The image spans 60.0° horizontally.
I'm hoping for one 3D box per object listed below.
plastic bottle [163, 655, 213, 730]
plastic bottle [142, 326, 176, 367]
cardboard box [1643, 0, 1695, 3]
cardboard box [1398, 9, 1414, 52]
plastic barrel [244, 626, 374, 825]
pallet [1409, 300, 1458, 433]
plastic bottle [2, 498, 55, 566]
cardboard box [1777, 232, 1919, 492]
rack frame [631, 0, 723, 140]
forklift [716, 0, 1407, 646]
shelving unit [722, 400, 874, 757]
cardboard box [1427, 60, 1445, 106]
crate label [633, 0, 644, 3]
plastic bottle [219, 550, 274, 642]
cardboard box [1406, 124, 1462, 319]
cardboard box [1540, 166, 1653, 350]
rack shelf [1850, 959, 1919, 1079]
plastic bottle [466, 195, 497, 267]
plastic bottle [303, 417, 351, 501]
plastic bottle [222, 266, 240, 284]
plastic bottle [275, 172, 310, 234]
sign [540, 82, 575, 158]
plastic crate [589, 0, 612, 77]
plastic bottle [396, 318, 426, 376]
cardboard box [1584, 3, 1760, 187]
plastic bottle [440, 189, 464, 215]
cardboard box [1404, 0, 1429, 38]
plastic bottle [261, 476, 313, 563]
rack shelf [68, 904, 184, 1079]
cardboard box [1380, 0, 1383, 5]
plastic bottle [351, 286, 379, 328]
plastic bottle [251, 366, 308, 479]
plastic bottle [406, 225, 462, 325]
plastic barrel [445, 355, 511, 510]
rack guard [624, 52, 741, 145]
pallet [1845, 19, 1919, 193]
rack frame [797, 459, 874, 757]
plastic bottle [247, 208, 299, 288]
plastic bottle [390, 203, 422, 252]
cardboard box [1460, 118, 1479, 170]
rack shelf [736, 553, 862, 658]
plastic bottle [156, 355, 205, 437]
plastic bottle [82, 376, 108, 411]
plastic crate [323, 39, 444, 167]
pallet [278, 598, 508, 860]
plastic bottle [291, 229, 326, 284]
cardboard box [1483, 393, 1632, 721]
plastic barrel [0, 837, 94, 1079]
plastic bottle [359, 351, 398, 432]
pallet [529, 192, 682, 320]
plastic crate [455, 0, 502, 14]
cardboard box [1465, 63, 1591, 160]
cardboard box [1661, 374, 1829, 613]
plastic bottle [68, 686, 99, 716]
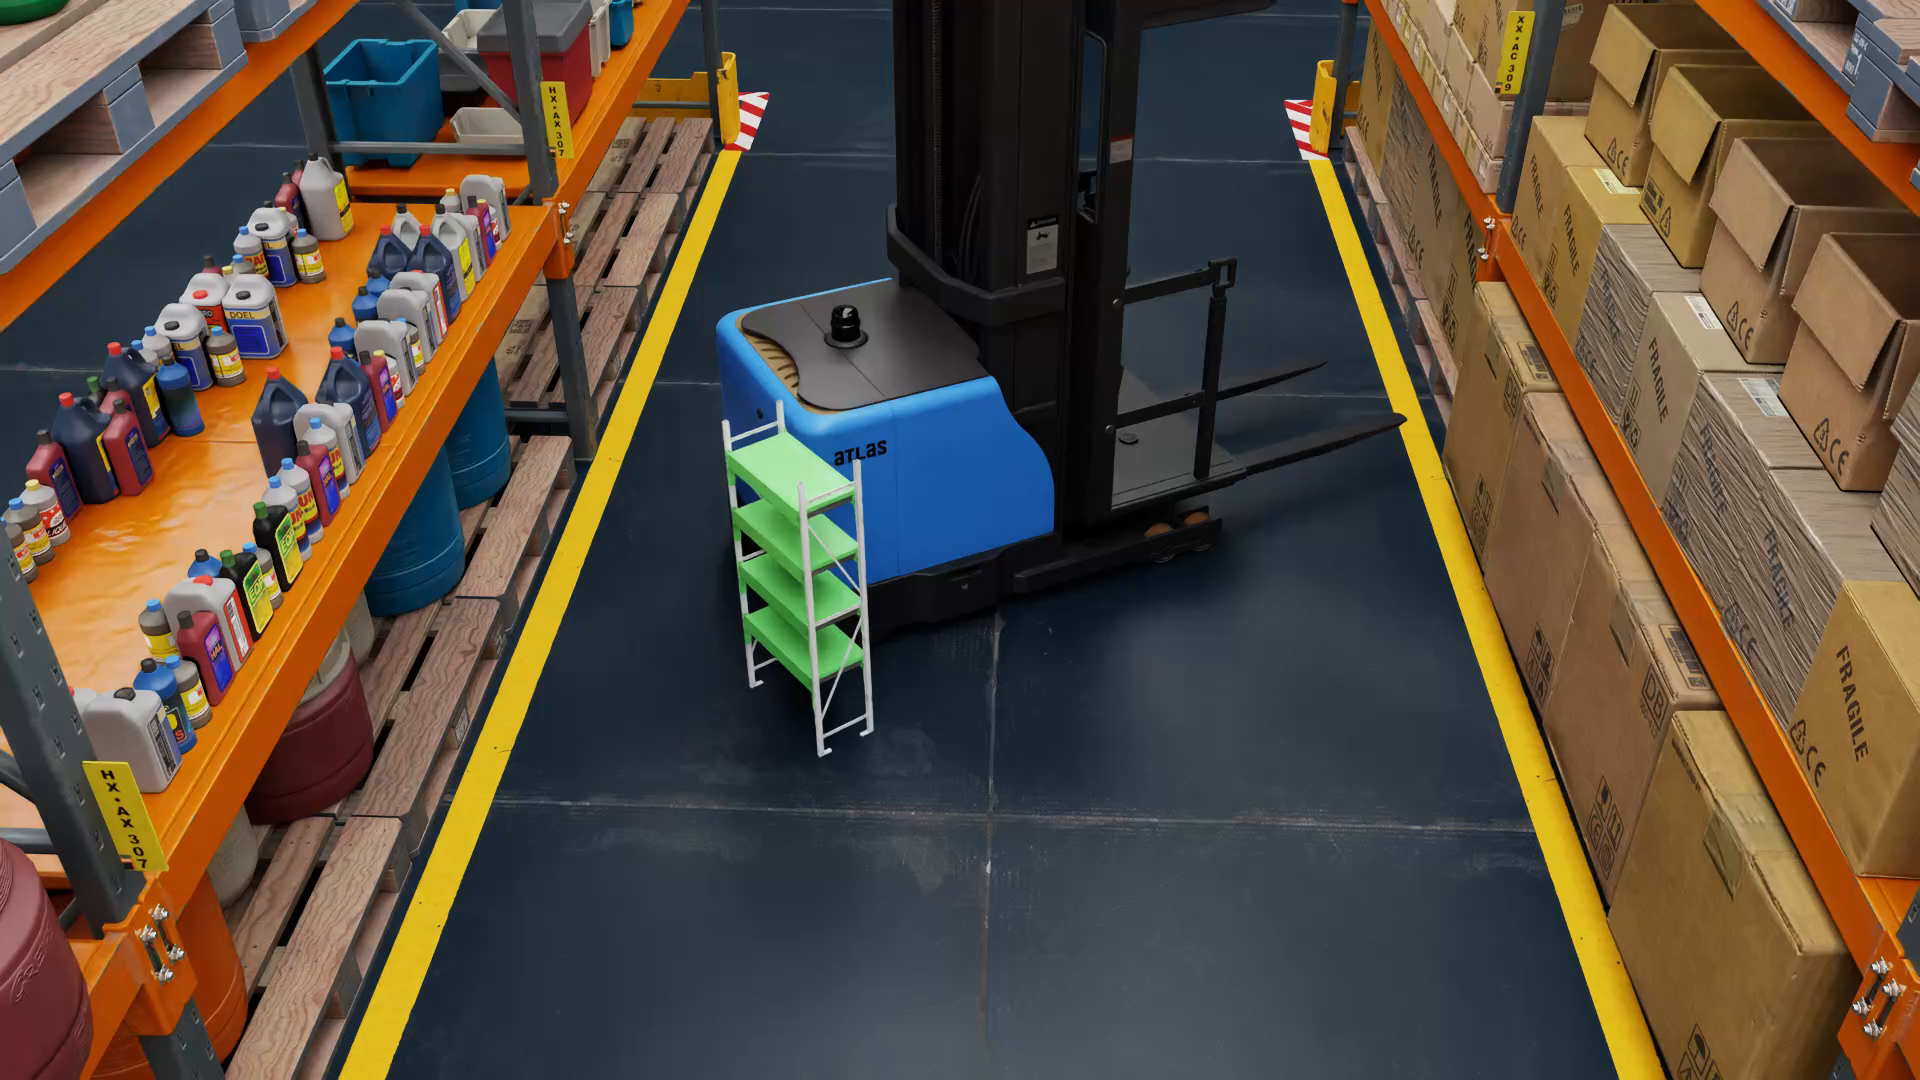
[{"bbox_3d":[-1.996,0.383,4.269,0.097,0.201,0.097,0,35,0],"label":"plastic bottle"},{"bbox_3d":[-2.689,-0.592,5.596,0.097,0.271,0.097,0,35,0],"label":"plastic bottle"},{"bbox_3d":[3.012,-2.155,6.927,0.500,0.500,0.500,1,35,2],"label":"cardboard box"},{"bbox_3d":[2.494,-2.634,8.607,0.380,0.149,0.250,0,35,1],"label":"cardboard box"},{"bbox_3d":[-2.324,0.550,5.591,0.600,0.588,0.708,1,35,2],"label":"plastic barrel"},{"bbox_3d":[2.846,-0.813,8.223,1.003,0.211,1.213,1,35,2],"label":"pallet"},{"bbox_3d":[-2.727,-0.030,4.857,0.097,0.201,0.097,0,35,0],"label":"plastic bottle"},{"bbox_3d":[2.651,-0.466,4.345,0.797,0.503,0.637,2,35,3],"label":"cardboard box"},{"bbox_3d":[-2.051,-3.931,10.235,1.000,3.000,0.127,1,35,2],"label":"rack frame"},{"bbox_3d":[0.559,-1.359,6.634,3.031,2.935,1.130,-16,38,-21],"label":"forklift"},{"bbox_3d":[-0.574,0.152,5.988,0.258,1.200,0.503,-24,41,-29],"label":"shelving unit"},{"bbox_3d":[2.463,-2.190,7.976,0.380,0.149,0.250,2,35,3],"label":"cardboard box"},{"bbox_3d":[-1.916,-3.048,9.156,0.396,0.136,0.243,1,35,2],"label":"crate label"},{"bbox_3d":[-1.962,0.130,4.558,0.061,0.283,0.133,1,35,2],"label":"plastic bottle"},{"bbox_3d":[2.880,-1.716,8.565,0.875,0.875,0.875,1,35,2],"label":"cardboard box"},{"bbox_3d":[2.450,-1.012,5.994,0.500,0.500,0.500,1,35,2],"label":"cardboard box"},{"bbox_3d":[2.496,2.223,2.104,1.077,0.370,4.000,1,35,2],"label":"rack shelf"},{"bbox_3d":[-1.868,-1.217,6.475,0.061,0.283,0.133,1,35,2],"label":"plastic bottle"},{"bbox_3d":[-1.953,-0.253,5.113,0.097,0.271,0.097,0,35,0],"label":"plastic bottle"},{"bbox_3d":[-2.665,-0.907,6.104,0.097,0.201,0.097,0,35,0],"label":"plastic bottle"},{"bbox_3d":[-2.658,-1.308,6.604,0.061,0.283,0.133,1,35,2],"label":"plastic bottle"},{"bbox_3d":[-1.662,-1.732,6.866,0.100,0.325,0.005,1,35,2],"label":"sign"},{"bbox_3d":[-1.966,-2.482,8.224,0.437,0.282,0.530,1,35,2],"label":"plastic crate"},{"bbox_3d":[-1.922,-0.674,5.773,0.097,0.201,0.097,0,35,0],"label":"plastic bottle"},{"bbox_3d":[2.720,-1.603,5.962,0.797,0.503,0.637,0,35,1],"label":"cardboard box"},{"bbox_3d":[-2.030,-1.310,6.678,0.097,0.201,0.097,0,35,0],"label":"plastic bottle"},{"bbox_3d":[2.555,-2.720,8.384,0.500,0.250,0.500,1,35,1],"label":"cardboard box"},{"bbox_3d":[-1.967,-0.064,4.845,0.097,0.271,0.097,0,35,0],"label":"plastic bottle"},{"bbox_3d":[-2.452,2.109,2.267,1.077,0.370,4.000,1,35,2],"label":"rack shelf"},{"bbox_3d":[2.526,-3.073,9.233,0.380,0.149,0.250,1,35,1],"label":"cardboard box"},{"bbox_3d":[-2.070,-0.762,5.837,0.097,0.271,0.097,0,35,0],"label":"plastic bottle"},{"bbox_3d":[-2.123,-0.370,5.211,0.144,0.351,0.185,1,35,2],"label":"plastic bottle"},{"bbox_3d":[-1.929,-0.971,6.066,0.144,0.351,0.185,1,35,2],"label":"plastic bottle"},{"bbox_3d":[-2.250,-0.634,7.003,0.600,0.901,0.708,1,35,2],"label":"plastic barrel"},{"bbox_3d":[-2.063,-2.923,10.974,1.175,0.500,0.348,1,35,2],"label":"rack guard"},{"bbox_3d":[2.550,-0.742,3.252,1.213,0.211,1.003,3,35,4],"label":"pallet"},{"bbox_3d":[-0.428,0.264,5.828,0.240,1.200,0.015,-24,41,-29],"label":"rack frame"},{"bbox_3d":[-2.625,-1.115,6.336,0.152,0.276,0.135,1,35,2],"label":"plastic bottle"},{"bbox_3d":[-2.065,-1.080,6.222,0.144,0.351,0.185,1,35,2],"label":"plastic bottle"},{"bbox_3d":[2.432,-1.747,7.345,0.380,0.149,0.250,2,35,3],"label":"cardboard box"},{"bbox_3d":[-0.573,0.204,6.025,0.258,0.148,0.480,-24,41,-29],"label":"rack shelf"},{"bbox_3d":[-2.553,-0.477,5.432,0.097,0.271,0.097,0,35,0],"label":"plastic bottle"},{"bbox_3d":[-2.723,-0.369,5.268,0.061,0.283,0.133,1,35,2],"label":"plastic bottle"},{"bbox_3d":[-2.534,-1.927,7.345,0.392,0.384,0.575,1,35,2],"label":"plastic crate"},{"bbox_3d":[-2.330,0.653,6.137,1.003,0.211,1.213,1,35,2],"label":"pallet"},{"bbox_3d":[-2.500,-1.092,6.368,0.097,0.201,0.097,0,35,0],"label":"plastic bottle"},{"bbox_3d":[2.697,0.060,6.038,1.225,0.875,0.875,0,35,0],"label":"cardboard box"},{"bbox_3d":[-2.088,0.883,3.266,0.600,0.536,0.708,1,35,2],"label":"plastic barrel"},{"bbox_3d":[-1.918,-0.507,5.464,0.061,0.283,0.133,1,35,2],"label":"plastic bottle"},{"bbox_3d":[-2.174,-1.618,9.369,1.003,0.211,1.213,1,35,2],"label":"pallet"},{"bbox_3d":[-2.455,-2.824,8.753,0.416,0.233,0.300,1,35,2],"label":"plastic crate"},{"bbox_3d":[2.493,-1.839,7.129,0.500,0.250,0.500,1,35,1],"label":"cardboard box"},{"bbox_3d":[2.393,-0.135,4.747,0.500,0.500,0.500,0,35,0],"label":"cardboard box"},{"bbox_3d":[-2.184,0.471,4.079,0.152,0.276,0.135,1,35,2],"label":"plastic bottle"}]
